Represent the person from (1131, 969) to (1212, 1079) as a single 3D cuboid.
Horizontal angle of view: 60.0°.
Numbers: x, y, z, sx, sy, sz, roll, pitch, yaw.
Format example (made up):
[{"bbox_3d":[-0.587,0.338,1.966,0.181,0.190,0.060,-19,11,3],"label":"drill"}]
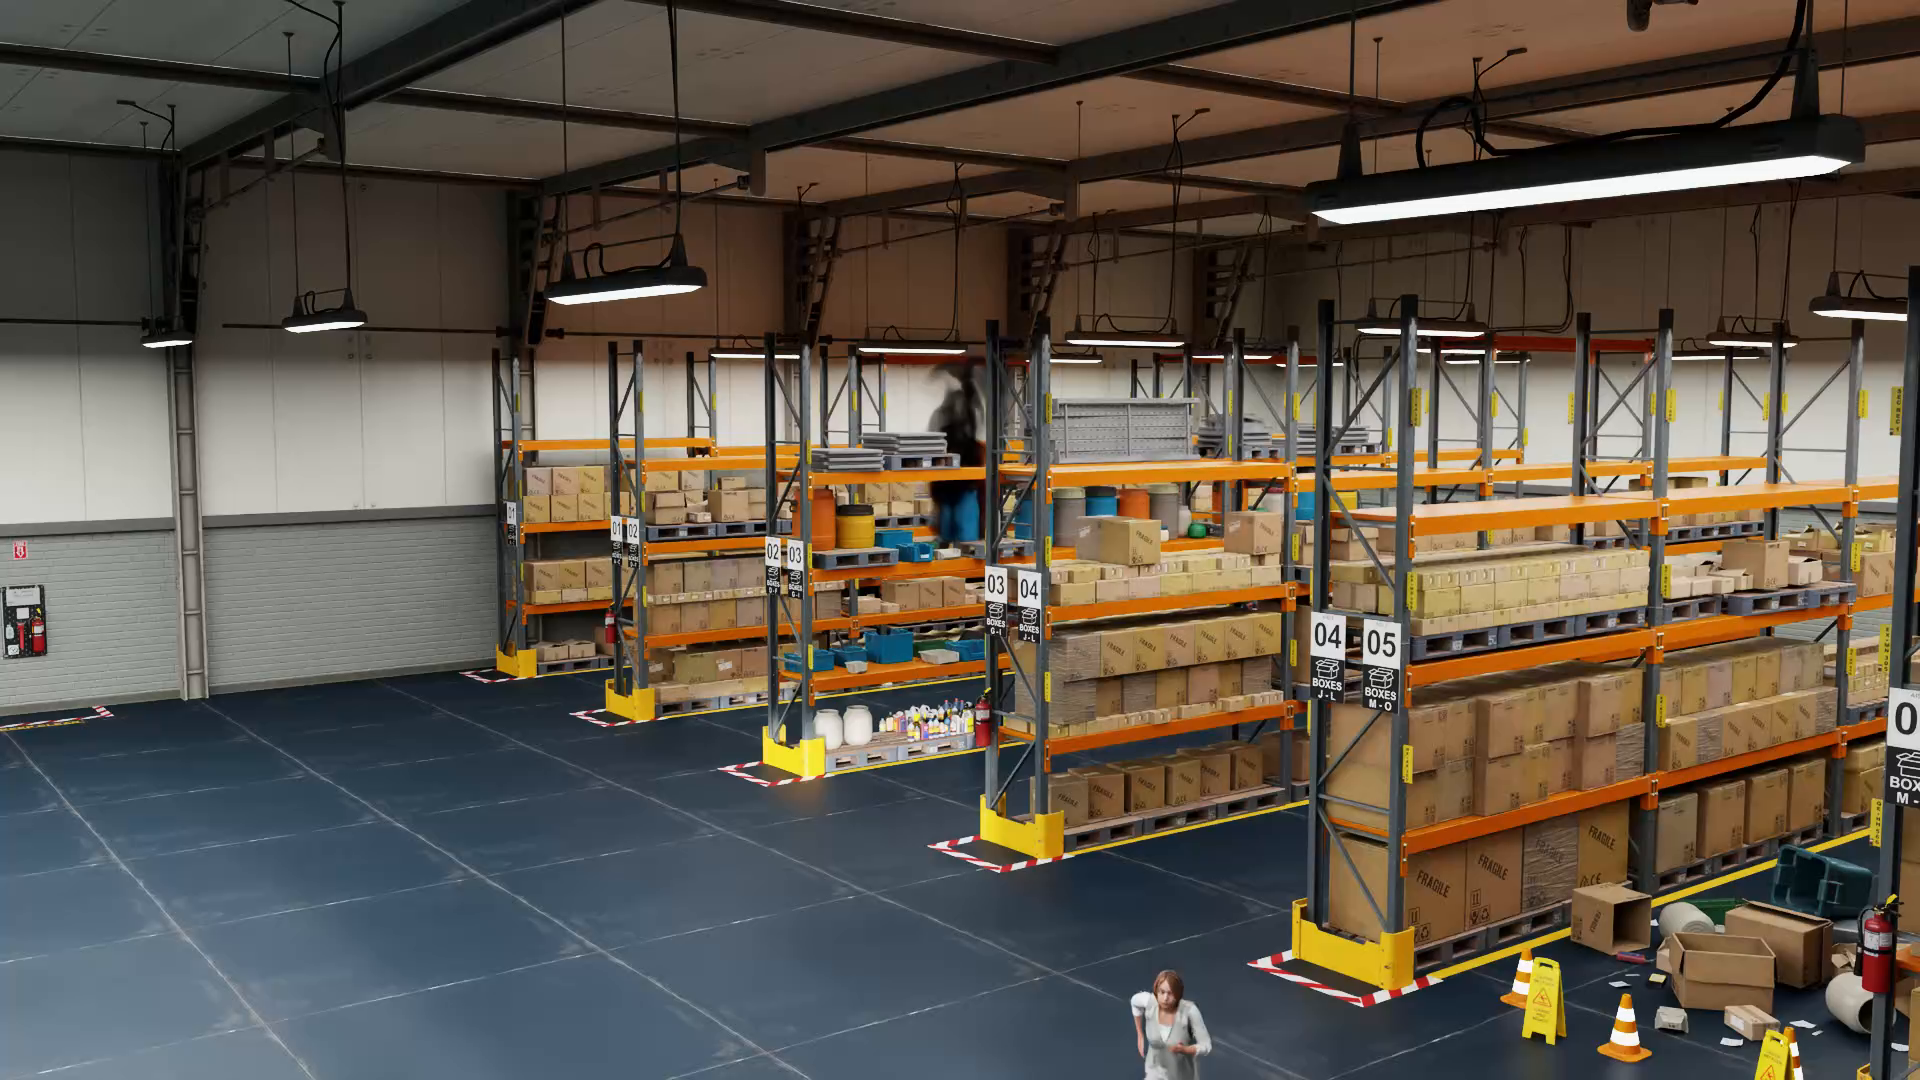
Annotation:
[{"bbox_3d":[1.348,3.449,10.646,0.530,1.564,0.859,1,5,10],"label":"person"}]
